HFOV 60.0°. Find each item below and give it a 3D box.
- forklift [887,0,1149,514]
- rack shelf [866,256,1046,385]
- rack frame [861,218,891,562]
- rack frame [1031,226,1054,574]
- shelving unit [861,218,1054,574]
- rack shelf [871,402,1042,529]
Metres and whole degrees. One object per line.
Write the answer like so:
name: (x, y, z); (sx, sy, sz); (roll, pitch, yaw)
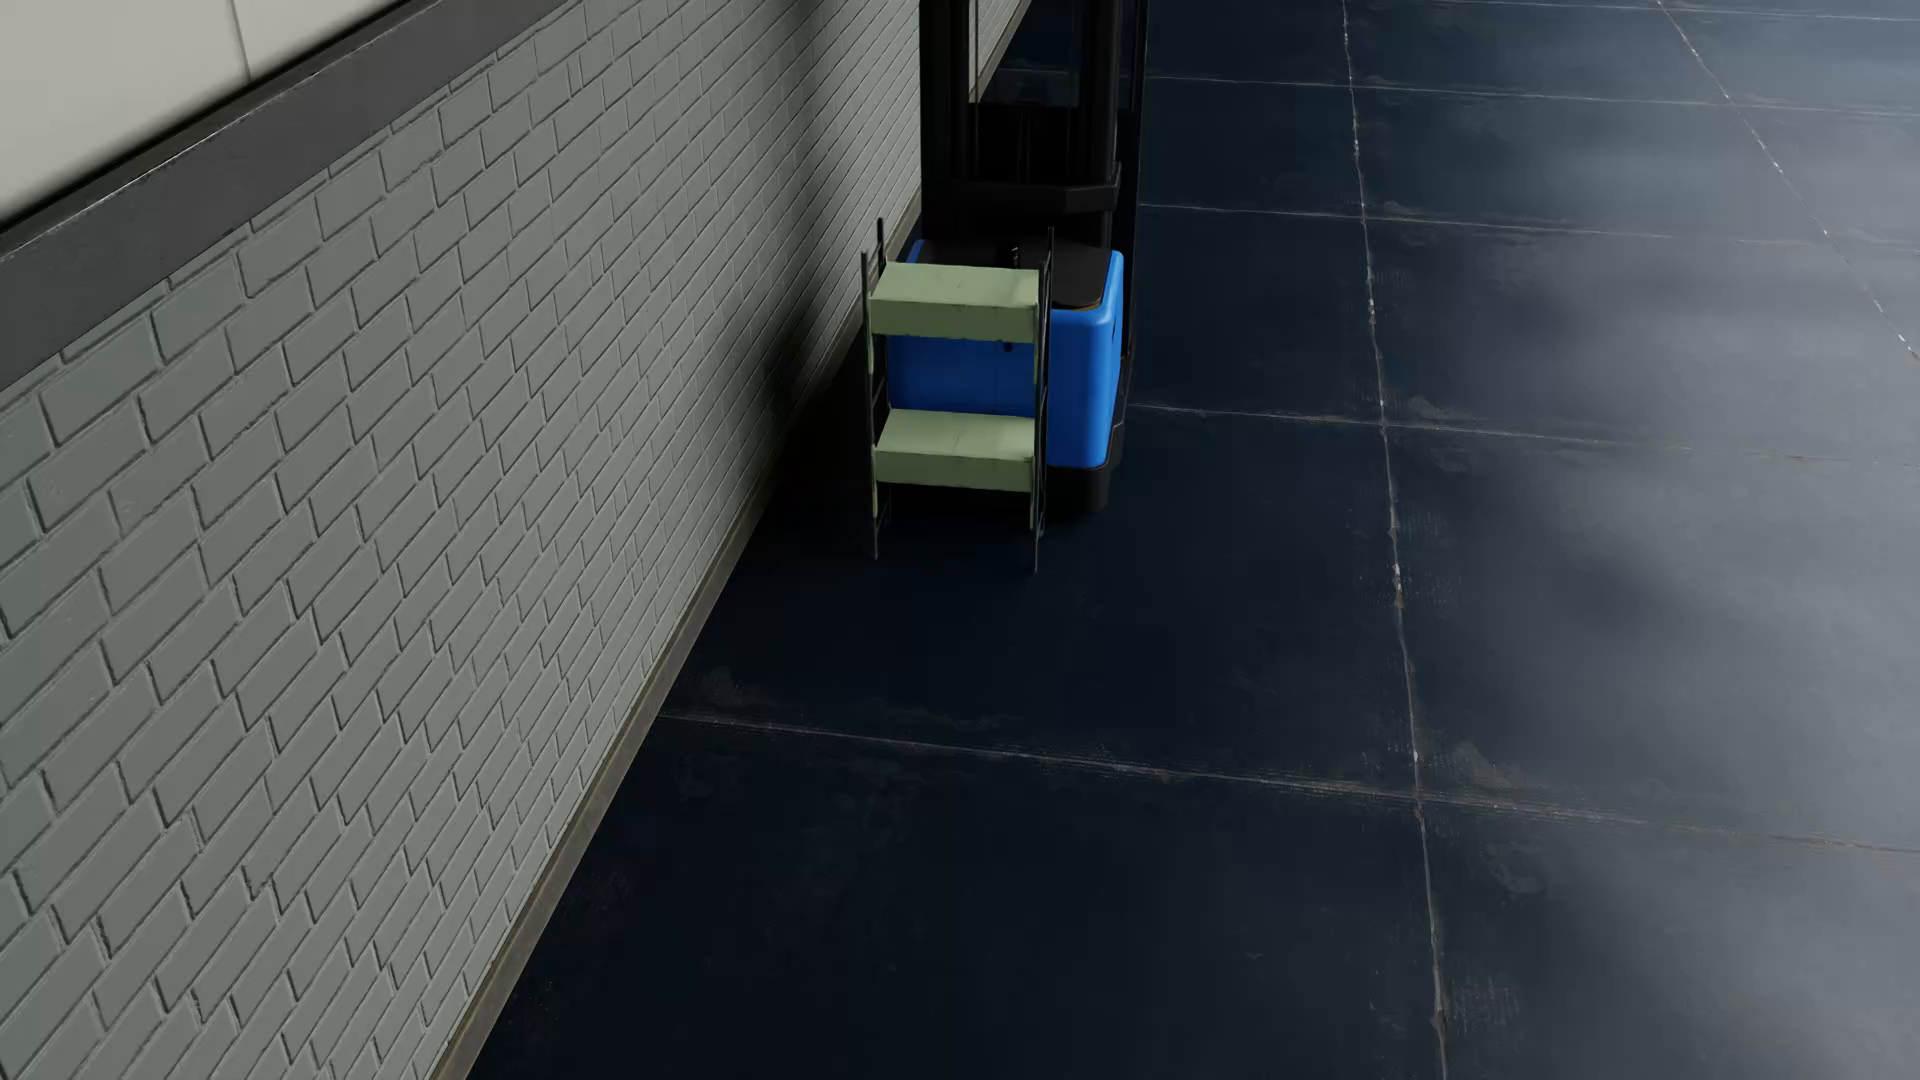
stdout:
forklift: (0.385, -2.131, 8.392); (1.130, 2.935, 3.031); (5, 32, 7)
rack shelf: (-0.005, -0.945, 7.111); (0.720, 0.370, 0.431); (4, 32, 7)
rack frame: (-0.367, -0.642, 7.361); (0.023, 1.500, 0.400); (4, 32, 7)
rack frame: (0.358, -0.587, 7.274); (0.023, 1.500, 0.400); (4, 32, 7)
shelving unit: (-0.005, -0.614, 7.318); (0.755, 1.500, 0.431); (4, 32, 7)
rack shelf: (-0.005, -0.338, 7.491); (0.720, 0.370, 0.431); (4, 32, 7)
